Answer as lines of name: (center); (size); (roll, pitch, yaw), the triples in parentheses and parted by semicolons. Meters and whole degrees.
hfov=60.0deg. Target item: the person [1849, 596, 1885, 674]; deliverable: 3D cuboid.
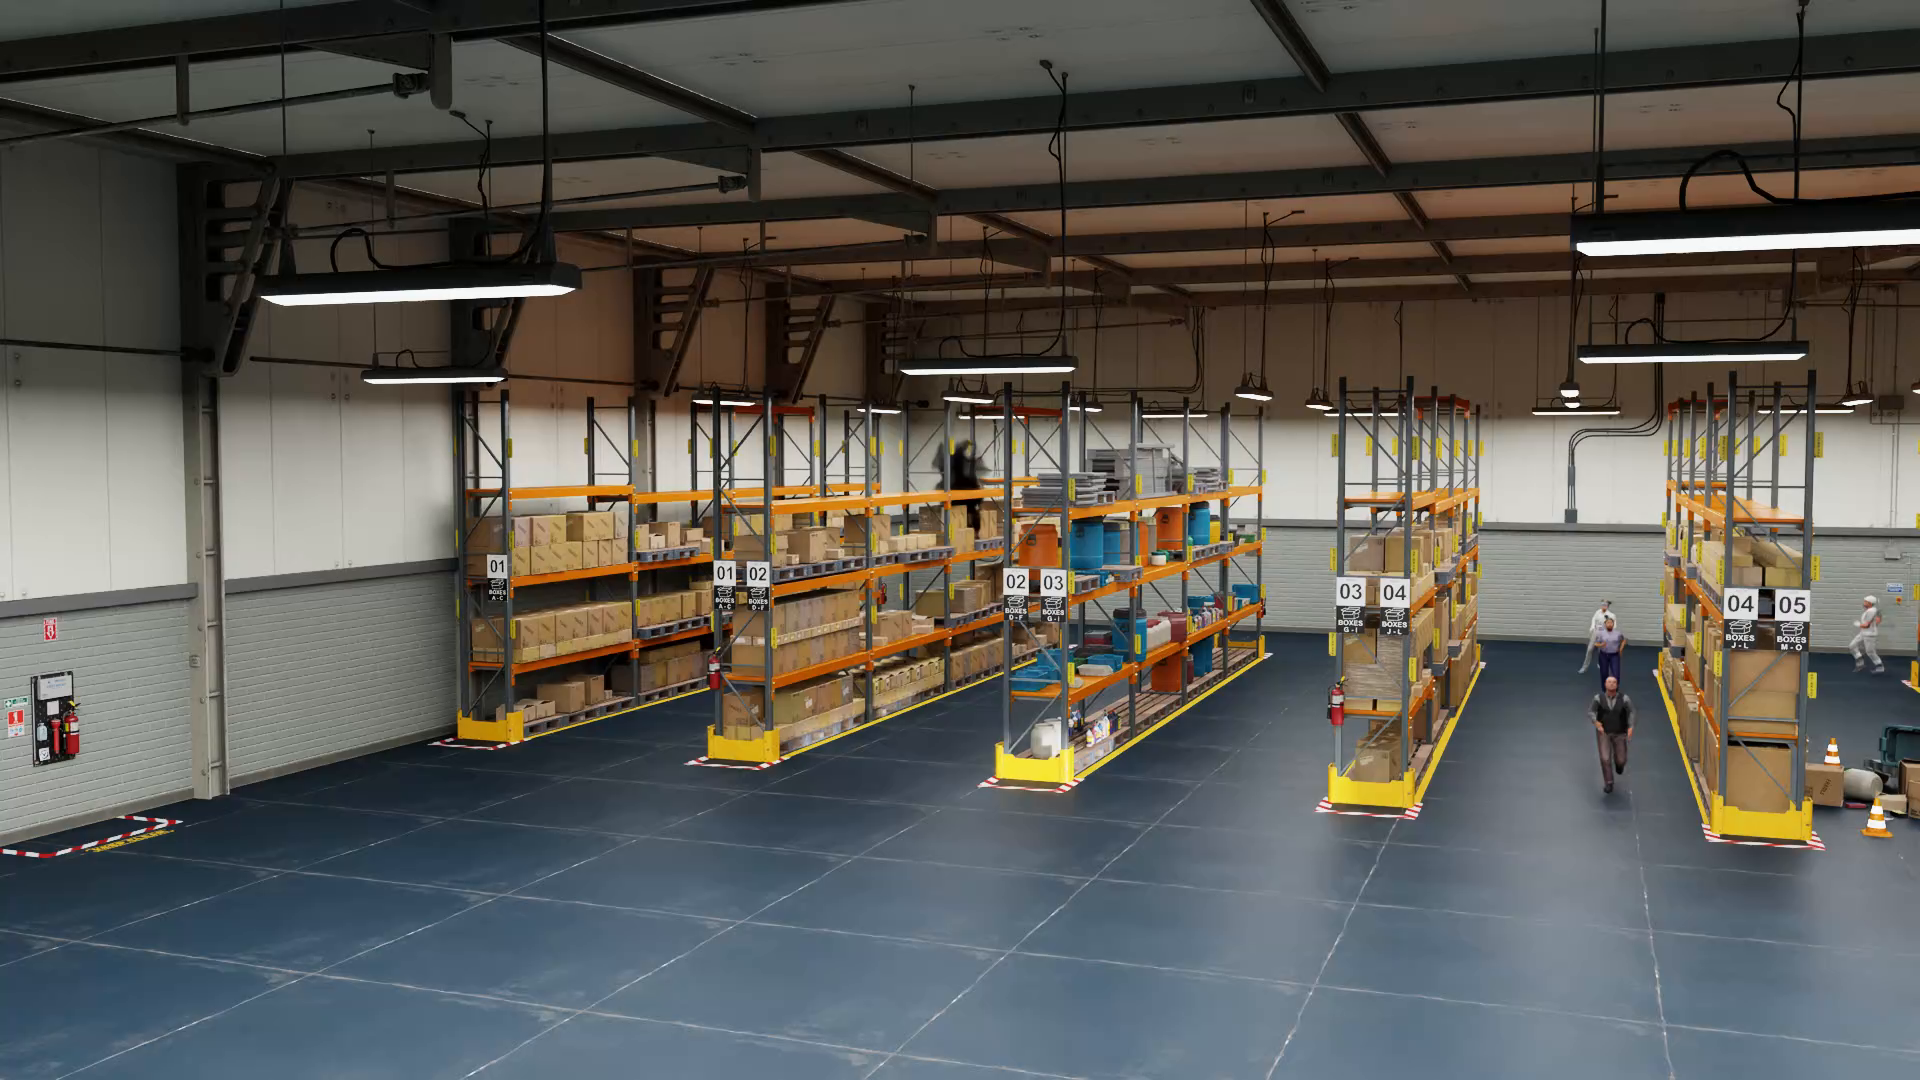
person: (19.951, 2.092, 36.521); (0.709, 1.749, 0.680); (1, 3, 18)

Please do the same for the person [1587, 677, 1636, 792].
person: (9.570, 2.833, 24.429); (0.677, 1.669, 0.645); (1, 3, 17)

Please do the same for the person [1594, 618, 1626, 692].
person: (12.843, 2.384, 32.868); (0.582, 1.691, 0.673); (1, 3, 20)

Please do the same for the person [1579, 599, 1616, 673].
person: (14.291, 2.127, 36.976); (0.927, 1.646, 0.648); (-3, 4, -43)
